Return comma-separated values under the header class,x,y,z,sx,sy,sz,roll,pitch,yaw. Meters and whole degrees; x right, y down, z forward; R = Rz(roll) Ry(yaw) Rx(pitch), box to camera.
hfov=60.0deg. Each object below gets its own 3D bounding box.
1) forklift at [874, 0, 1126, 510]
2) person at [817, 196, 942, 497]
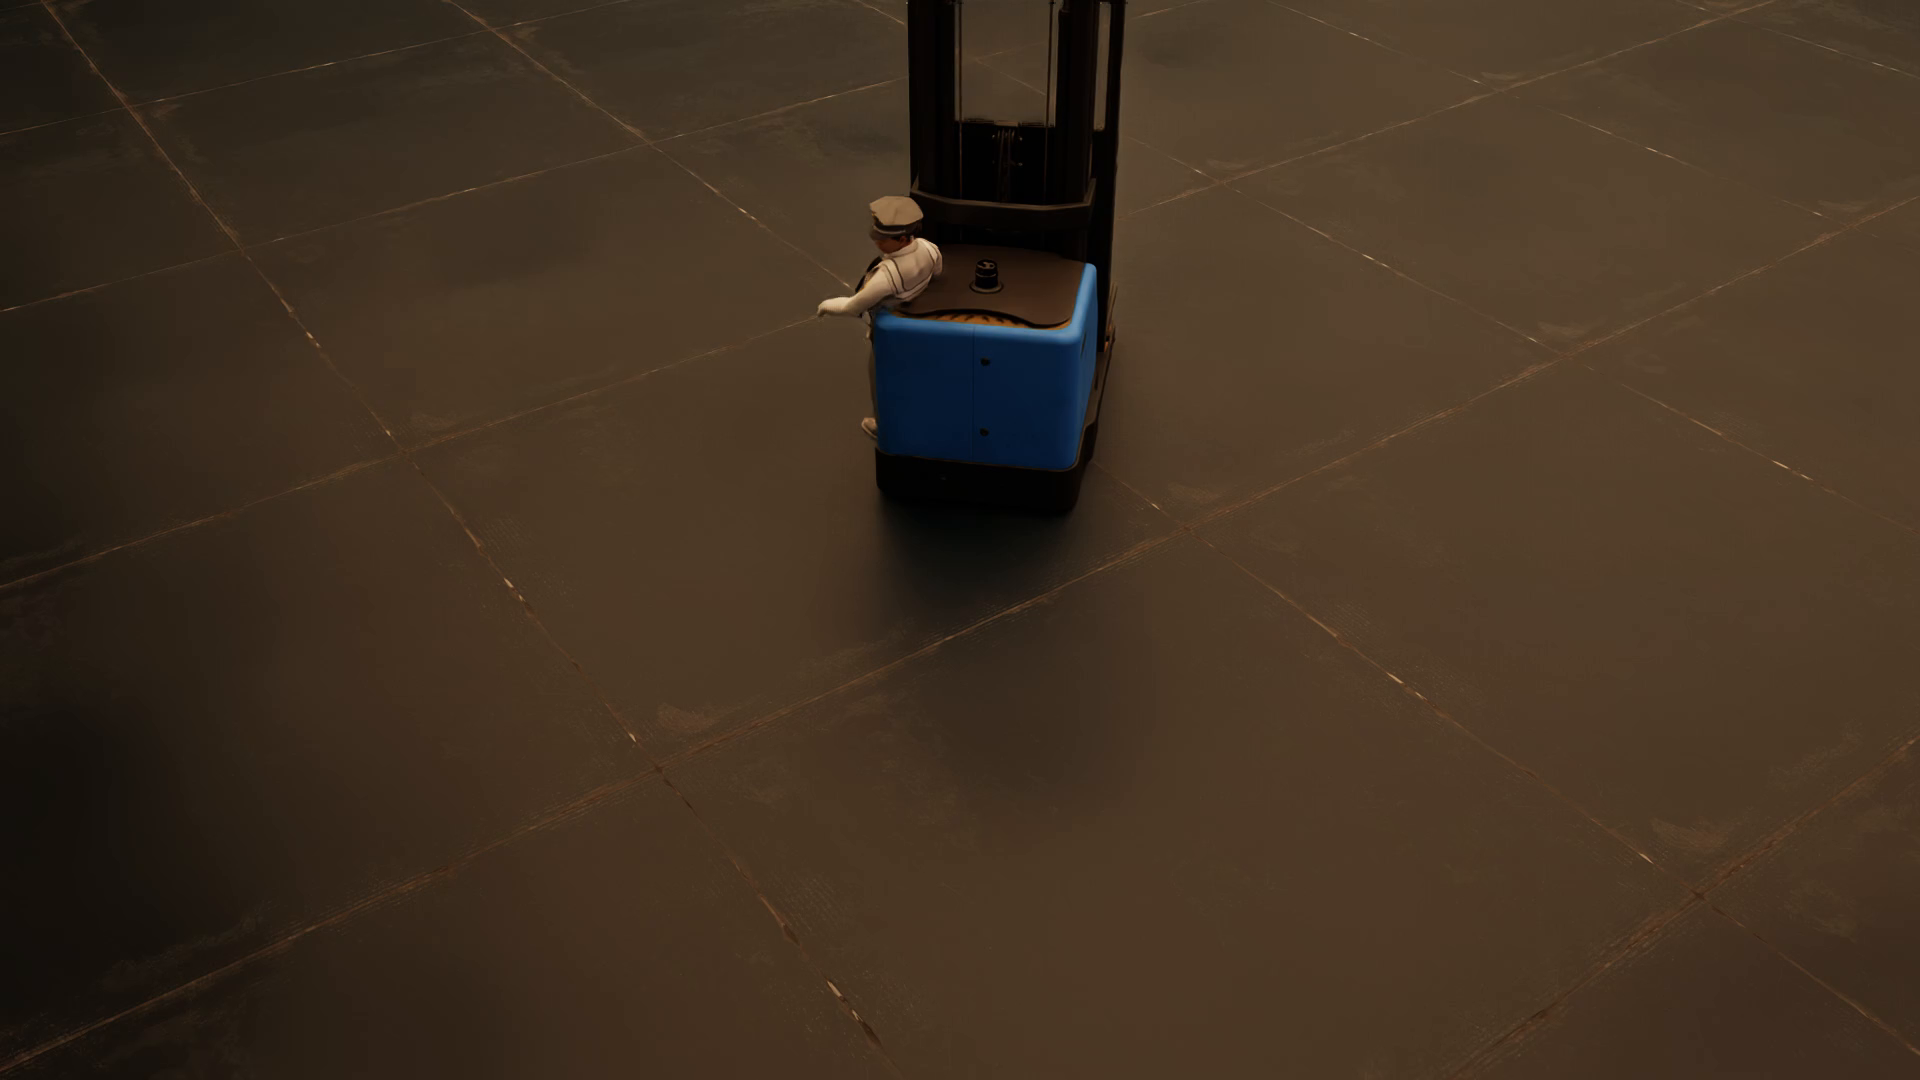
class,x,y,z,sx,sy,sz,roll,pitch,yaw
forklift,0.322,-2.204,8.925,1.130,2.935,3.031,6,37,8
person,-0.326,-1.059,8.514,0.794,1.593,0.666,16,39,20
